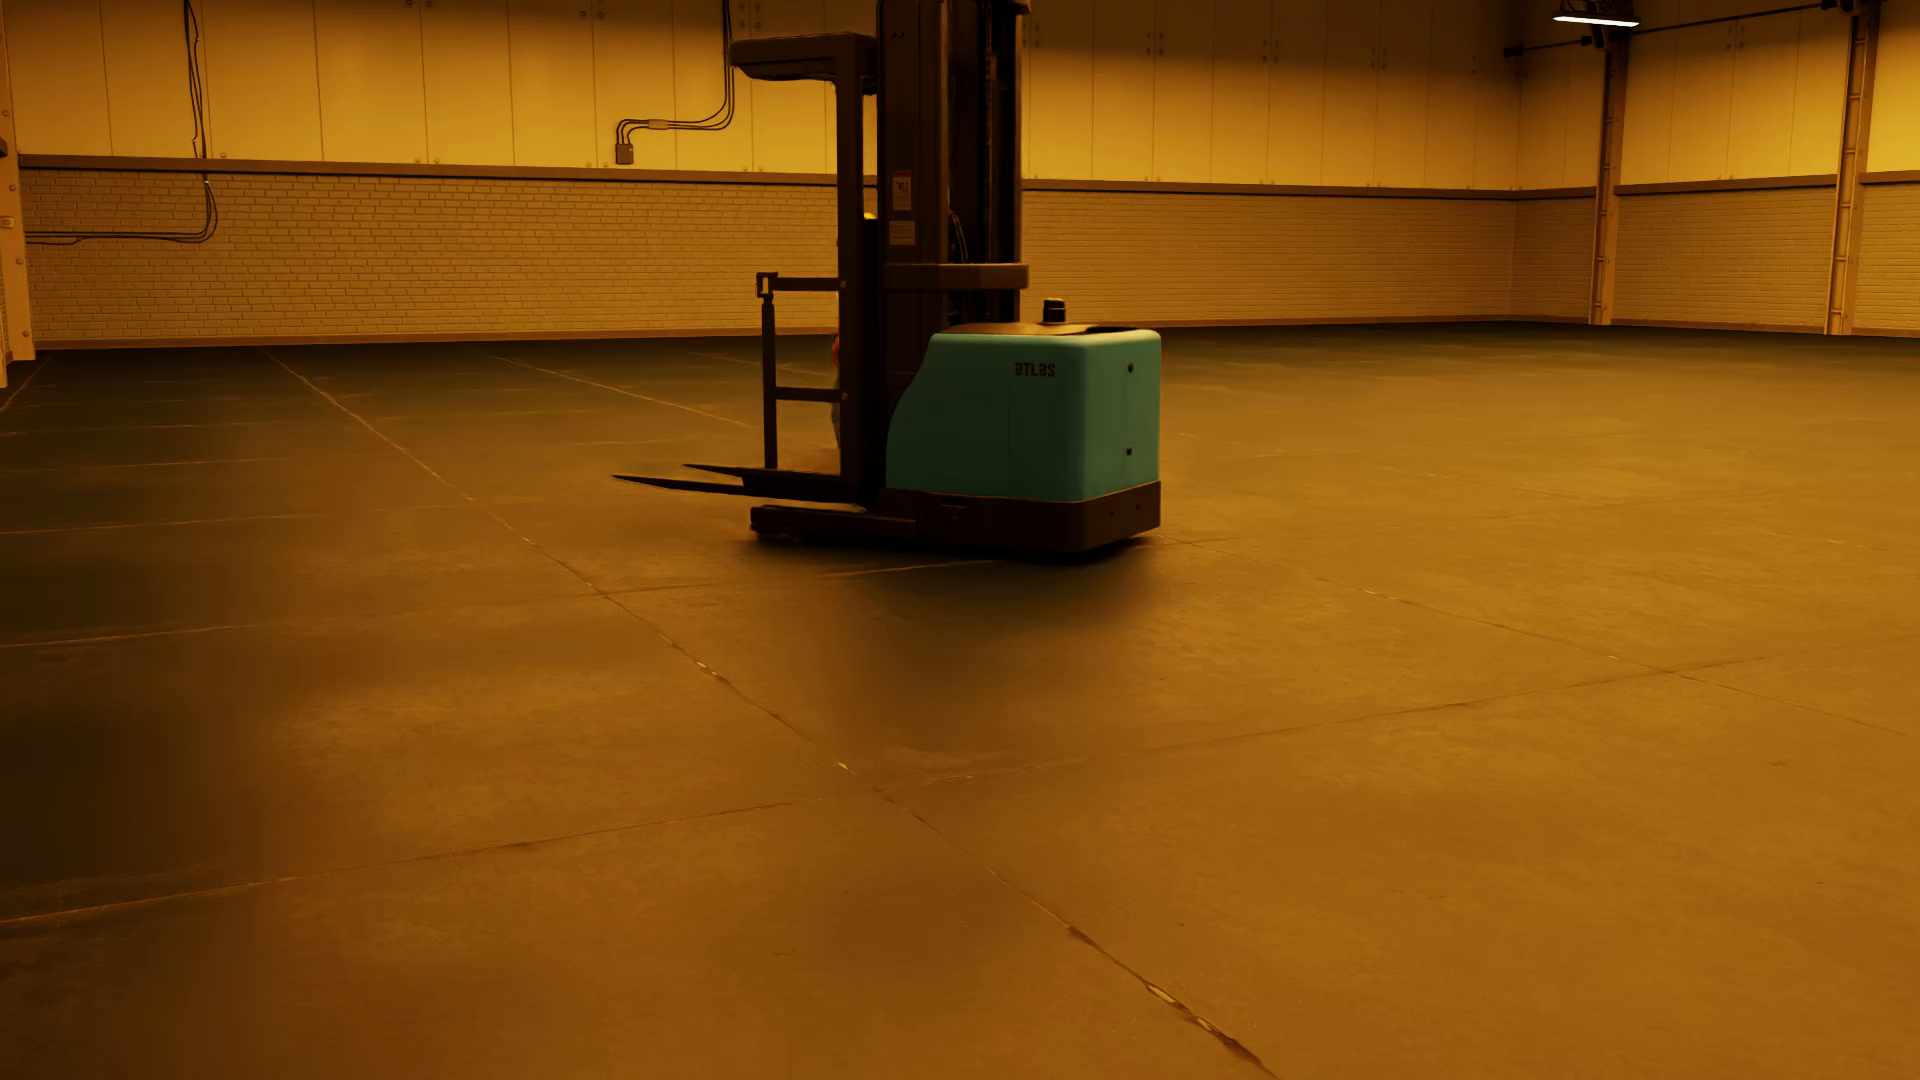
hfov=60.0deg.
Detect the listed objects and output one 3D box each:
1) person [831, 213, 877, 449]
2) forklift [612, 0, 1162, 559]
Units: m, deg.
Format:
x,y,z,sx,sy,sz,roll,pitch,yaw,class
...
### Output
x,y,z,sx,sy,sz,roll,pitch,yaw,class
-0.585,-1.185,10.459,0.426,1.716,0.934,6,11,31,person
-0.495,-1.509,8.697,3.031,2.935,1.130,6,11,30,forklift
